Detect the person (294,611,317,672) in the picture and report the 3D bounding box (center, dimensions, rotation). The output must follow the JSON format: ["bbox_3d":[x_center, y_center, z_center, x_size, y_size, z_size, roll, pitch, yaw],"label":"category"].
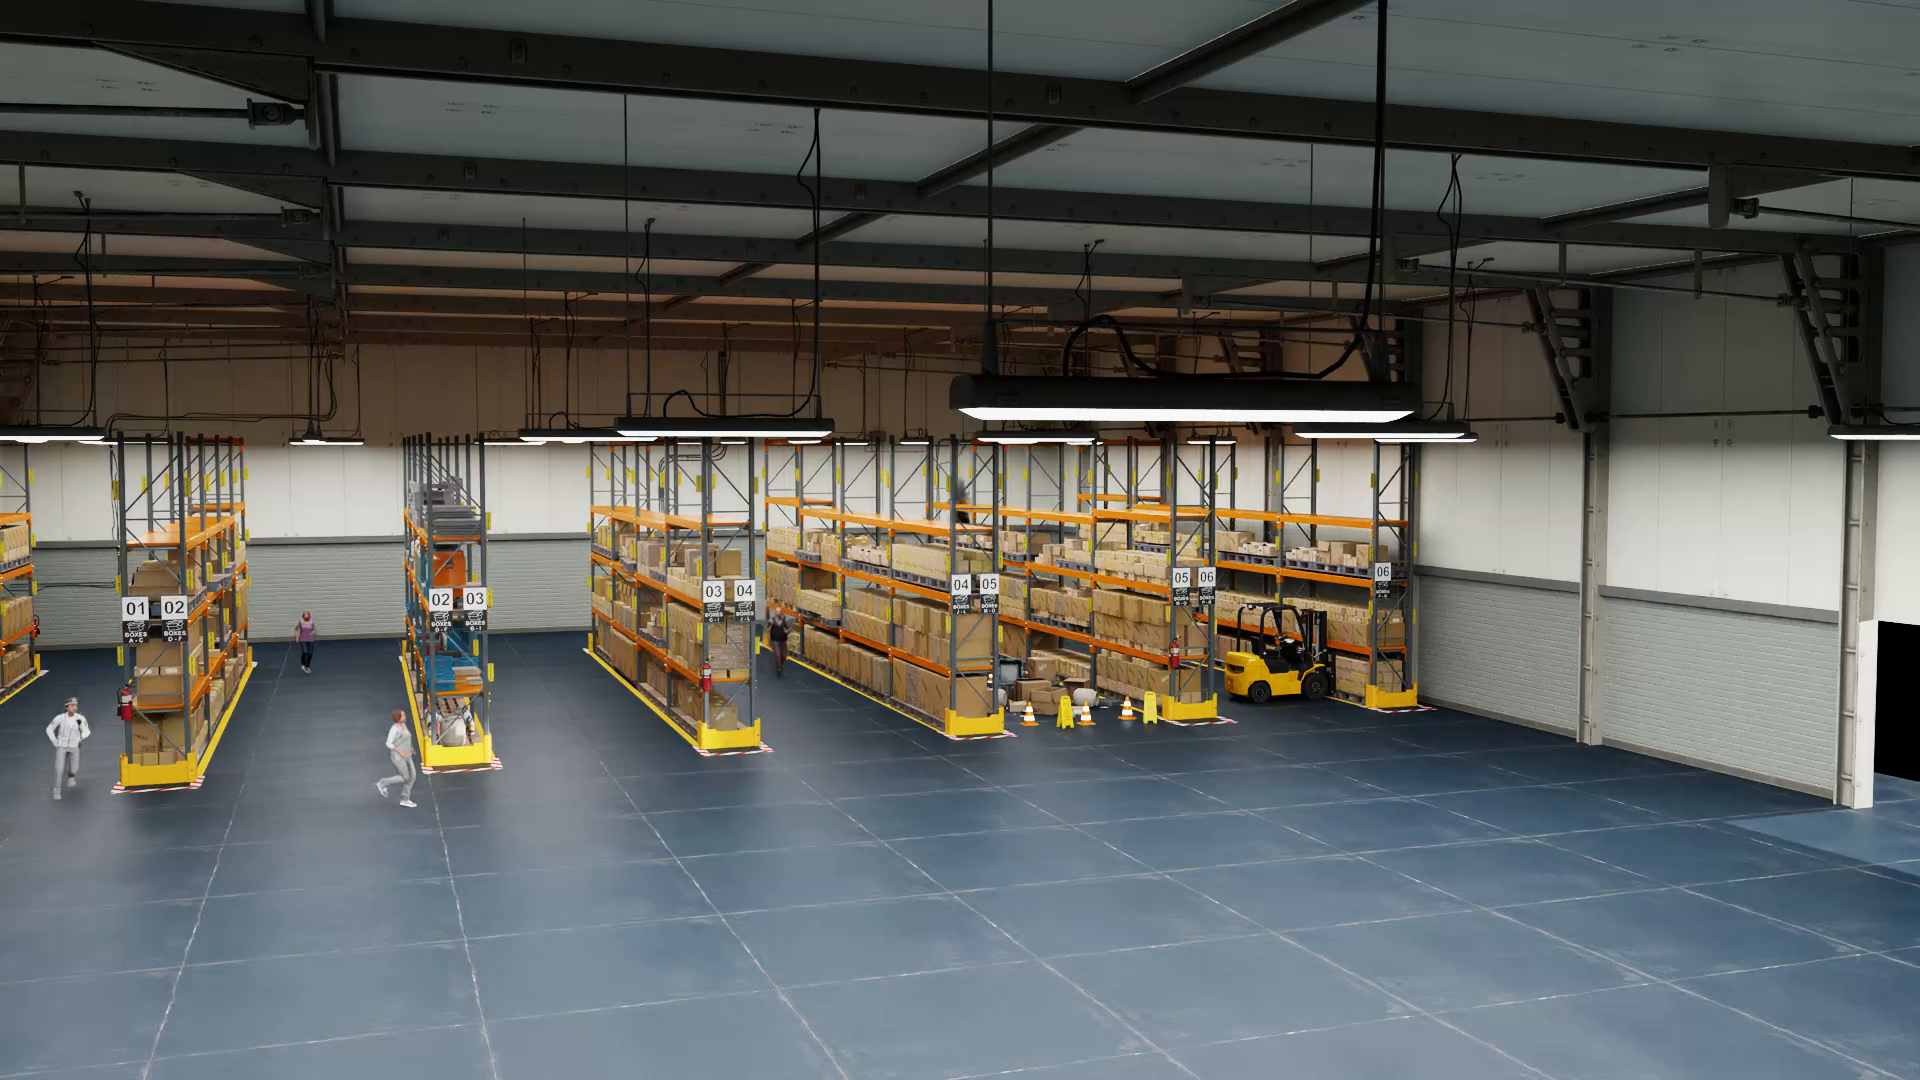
[{"bbox_3d":[-16.586,2.588,42.194,0.517,1.564,0.619,-2,4,-32],"label":"person"}]

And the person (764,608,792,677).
[{"bbox_3d":[-4.559,2.548,41.808,0.667,1.699,0.915,-1,3,-20],"label":"person"}]

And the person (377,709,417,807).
[{"bbox_3d":[-8.988,3.483,26.580,0.623,1.564,0.545,0,3,6],"label":"person"}]

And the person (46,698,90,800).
[{"bbox_3d":[-14.700,3.410,27.424,0.640,1.632,0.639,-2,4,-34],"label":"person"}]
